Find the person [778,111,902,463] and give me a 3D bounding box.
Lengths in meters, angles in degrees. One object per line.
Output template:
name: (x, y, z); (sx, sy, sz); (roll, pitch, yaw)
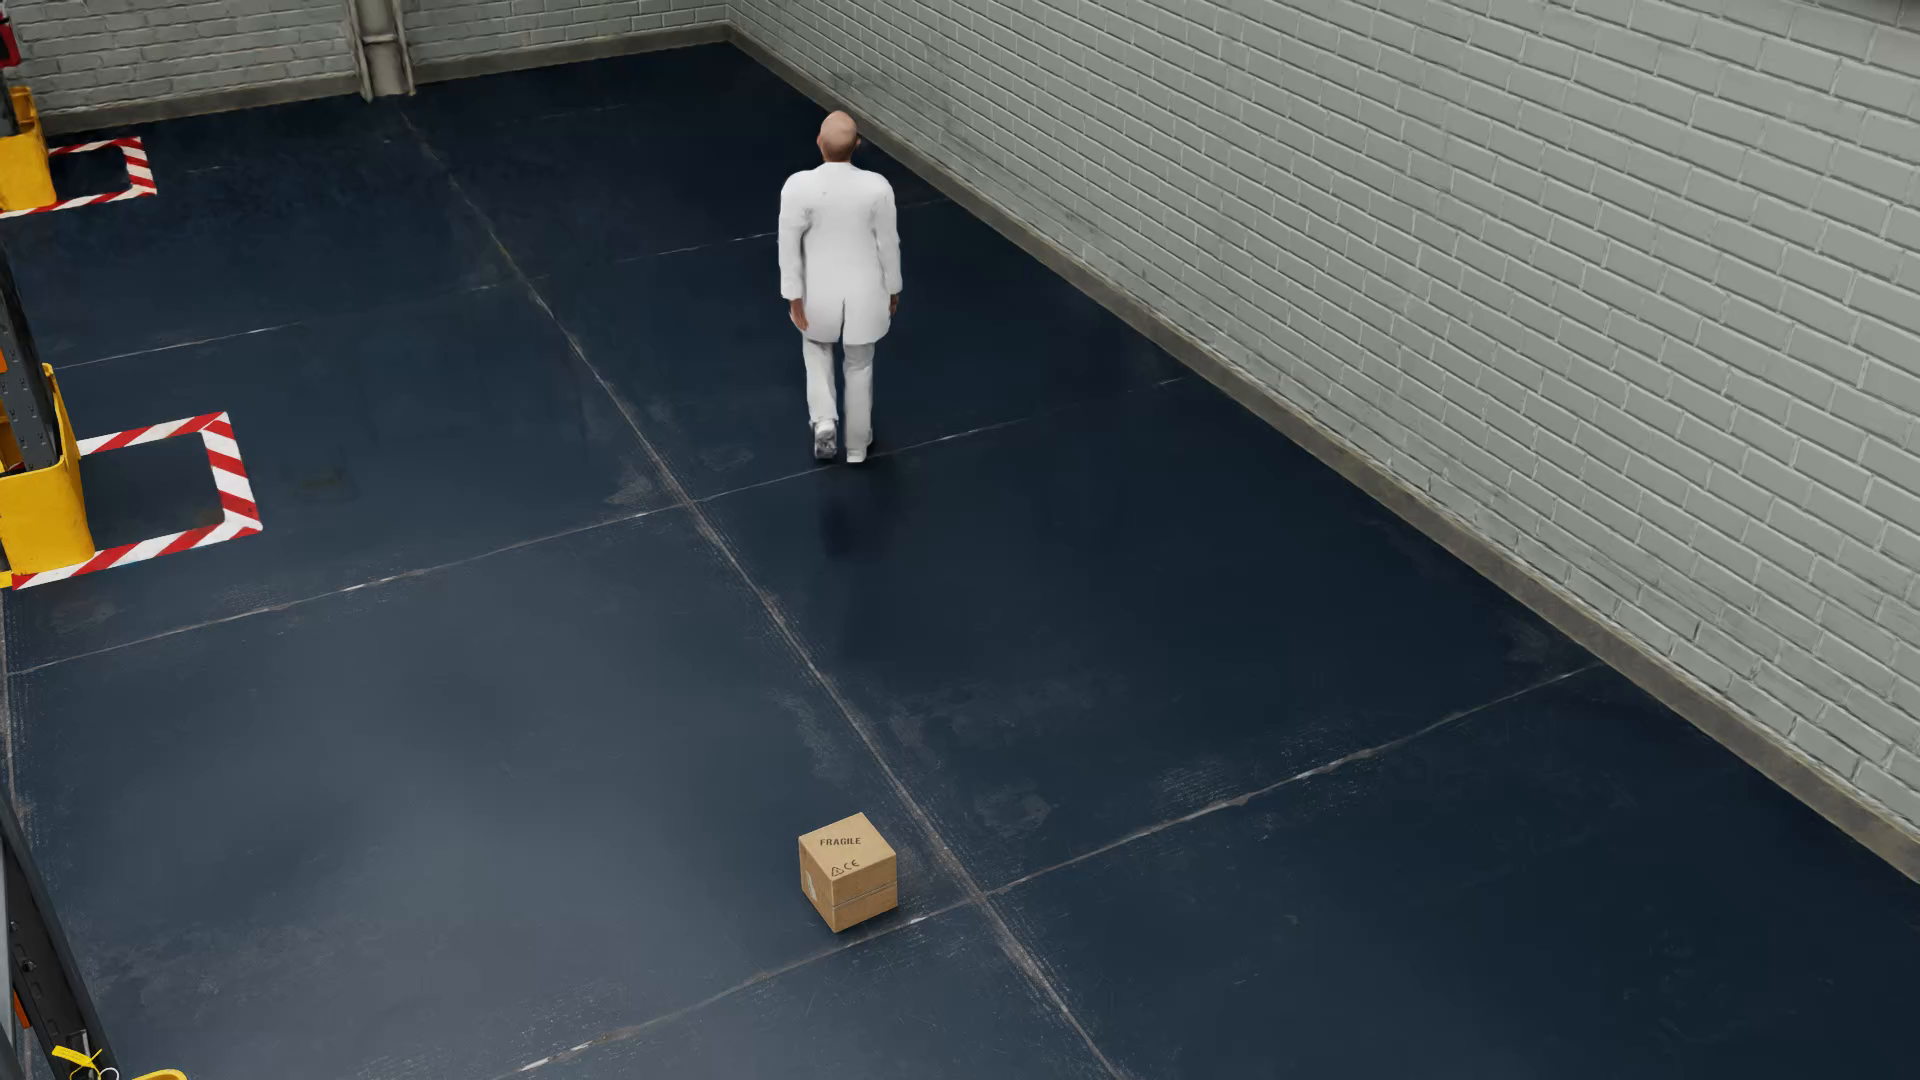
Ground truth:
person: (-0.564, -1.186, 7.970); (0.577, 1.785, 0.529); (0, 33, -1)
